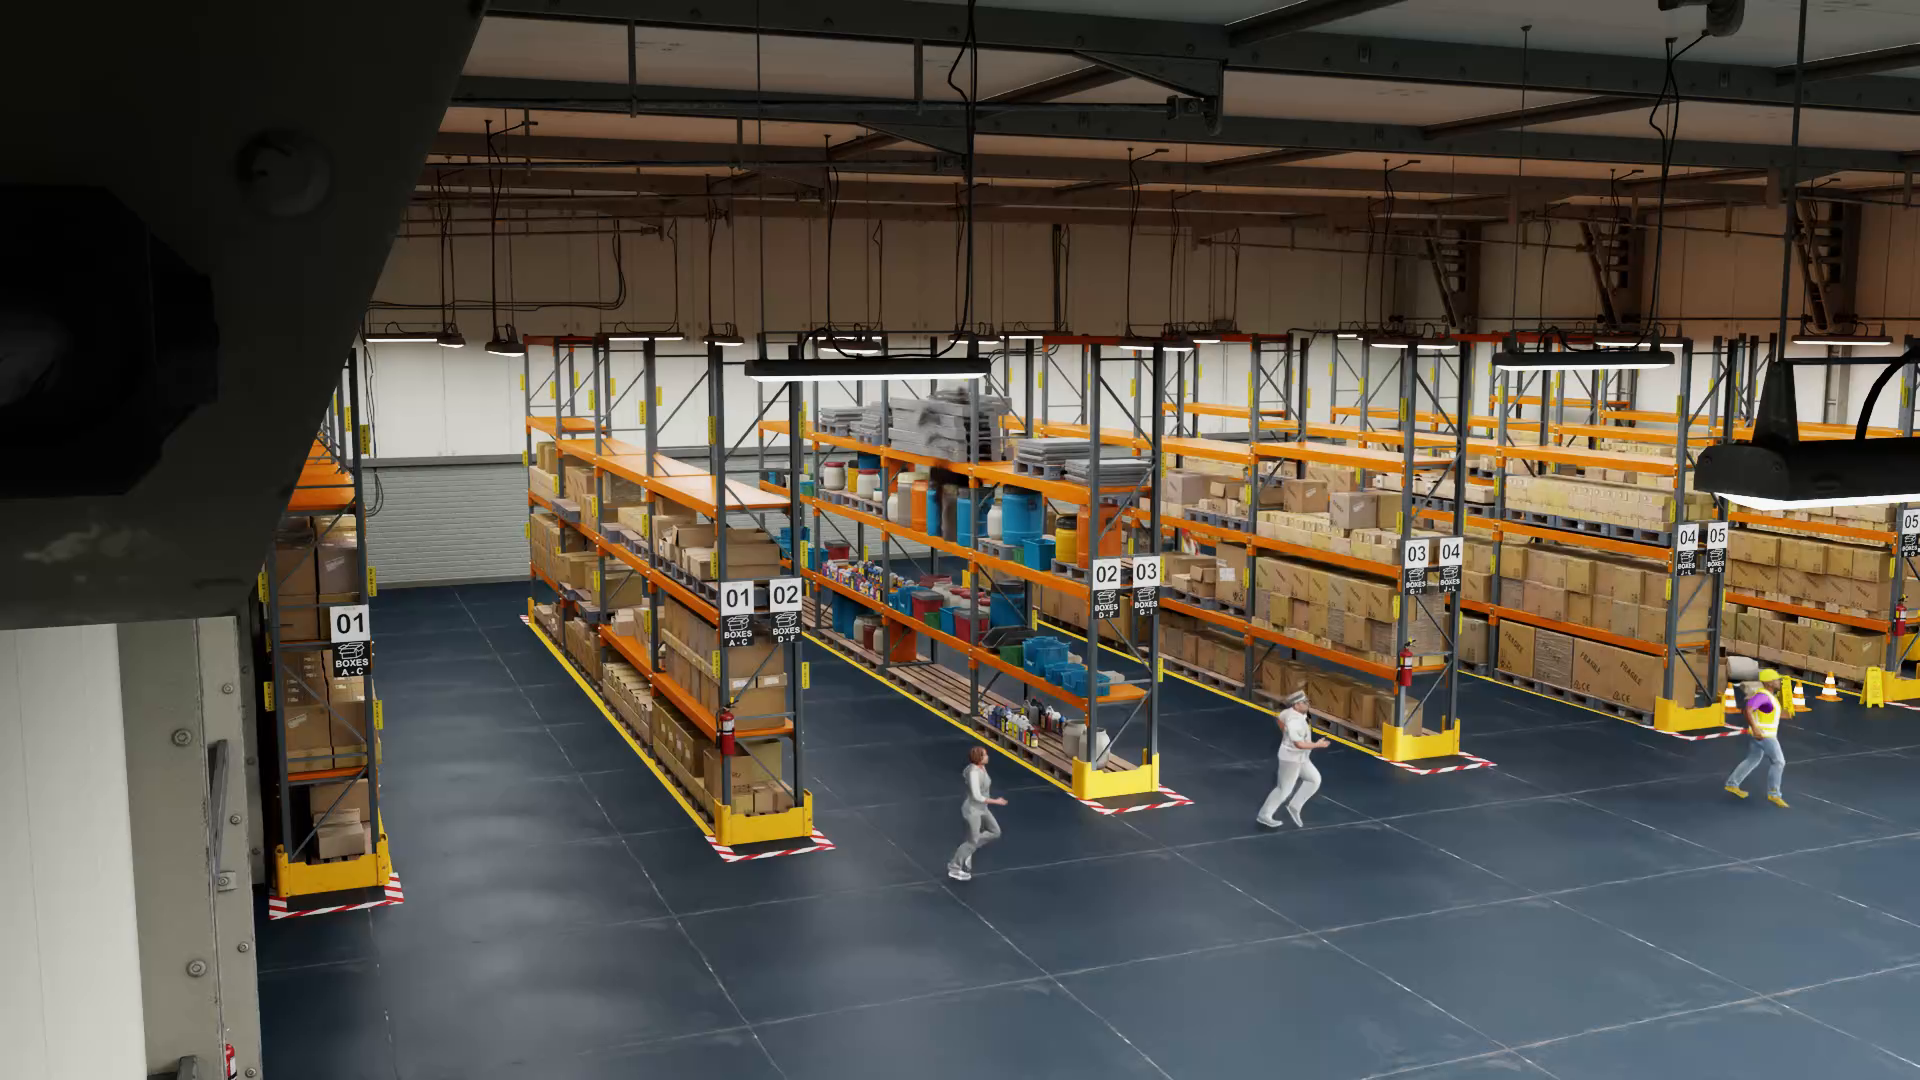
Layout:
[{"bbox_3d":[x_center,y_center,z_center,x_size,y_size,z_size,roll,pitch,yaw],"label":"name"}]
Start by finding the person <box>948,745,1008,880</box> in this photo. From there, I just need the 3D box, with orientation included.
[{"bbox_3d":[0.207,3.069,18.808,0.689,1.553,0.565,2,8,11],"label":"person"}]

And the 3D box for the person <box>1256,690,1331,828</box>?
[{"bbox_3d":[4.160,2.719,20.669,0.874,1.775,0.676,2,8,17],"label":"person"}]

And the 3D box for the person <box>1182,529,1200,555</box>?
[{"bbox_3d":[5.038,0.610,36.555,0.669,1.742,0.519,-2,8,-17],"label":"person"}]

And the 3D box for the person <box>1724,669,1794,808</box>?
[{"bbox_3d":[10.486,2.577,21.775,0.794,1.822,0.680,2,8,15],"label":"person"}]
